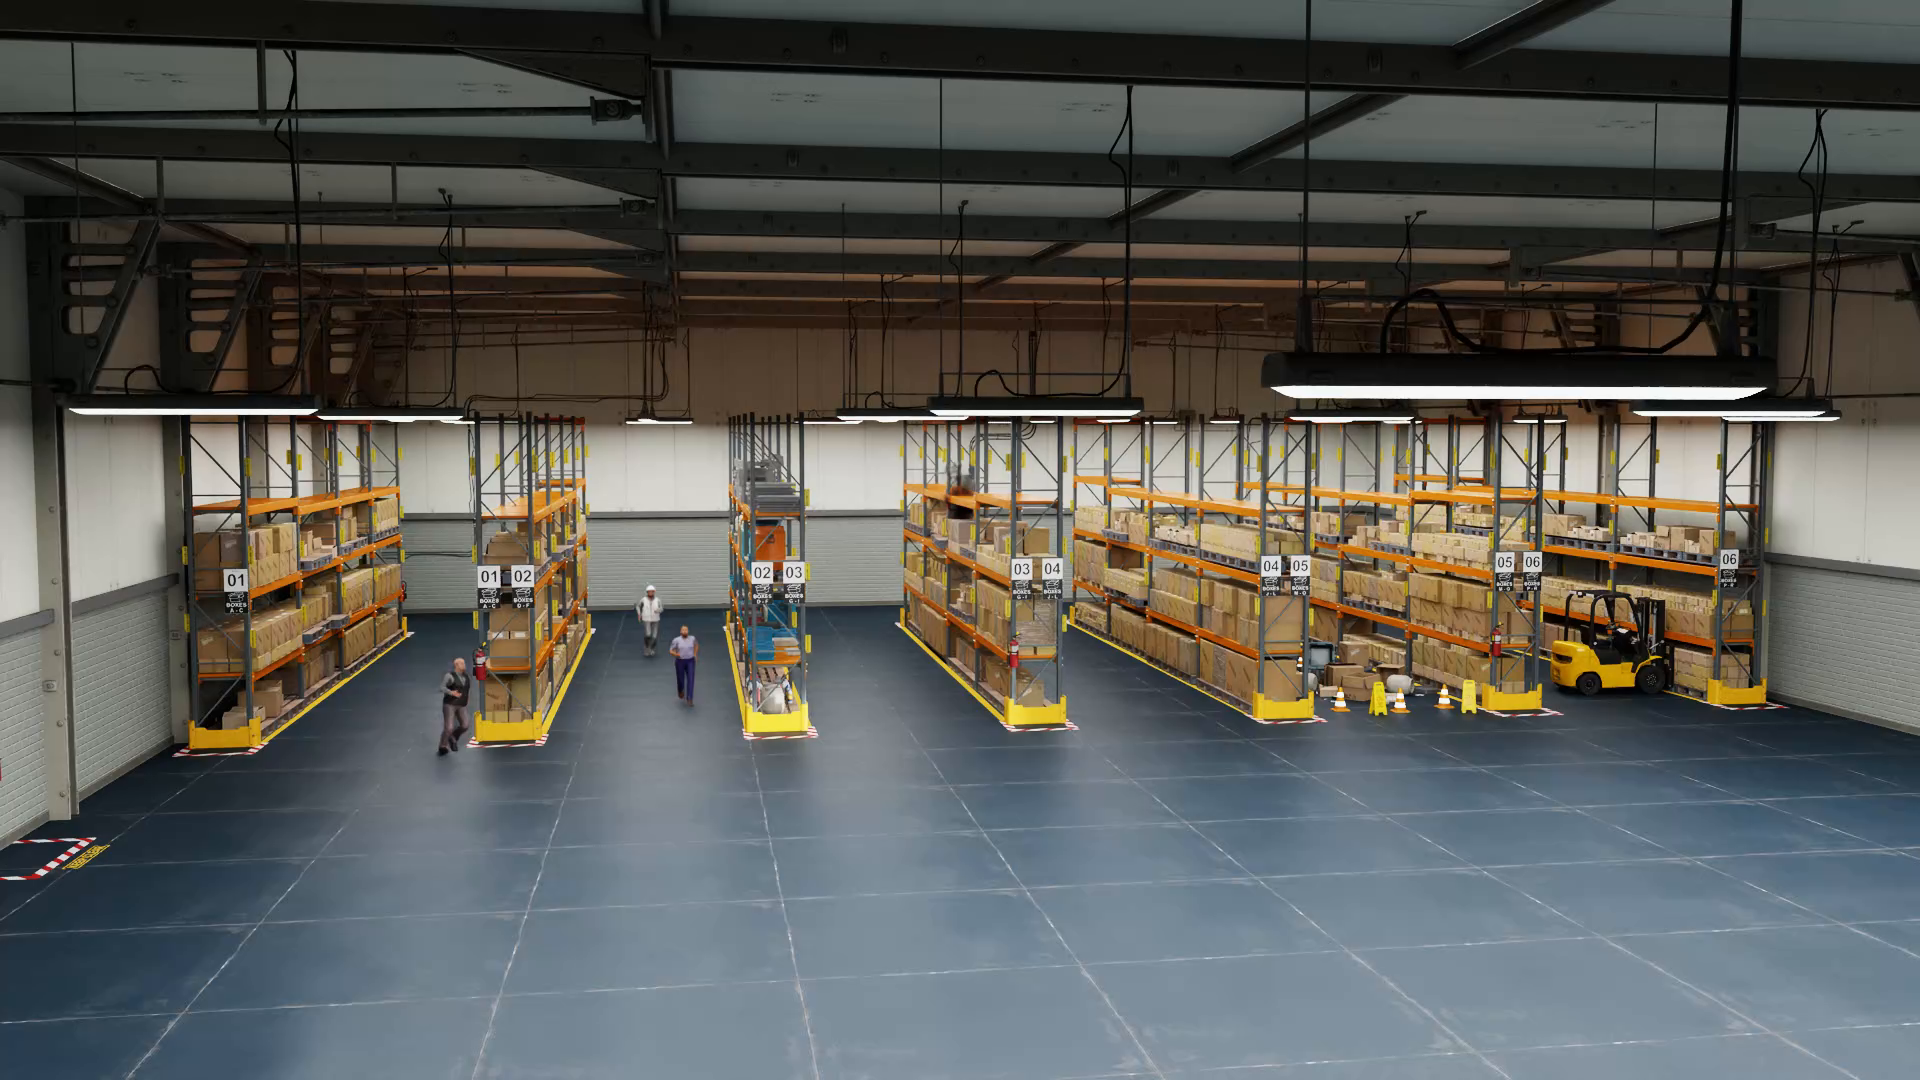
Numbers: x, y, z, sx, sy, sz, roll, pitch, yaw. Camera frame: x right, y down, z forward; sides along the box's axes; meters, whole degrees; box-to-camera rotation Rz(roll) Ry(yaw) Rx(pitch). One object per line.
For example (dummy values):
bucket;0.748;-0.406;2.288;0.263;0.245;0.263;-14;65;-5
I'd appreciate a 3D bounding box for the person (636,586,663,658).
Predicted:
person;-7.702;2.028;41.408;0.628;1.782;0.696;-2;4;-21

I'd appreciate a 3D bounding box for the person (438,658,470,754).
person;-8.784;2.908;29.165;0.665;1.662;0.589;-4;5;-44

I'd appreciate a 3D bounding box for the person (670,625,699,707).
person;-5.675;2.572;34.292;0.611;1.637;0.931;-1;4;-15

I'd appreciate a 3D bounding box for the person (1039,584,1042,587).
person;2.180;1.817;44.097;0.703;1.745;0.992;-1;4;-15

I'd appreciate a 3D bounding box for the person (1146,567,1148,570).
person;5.408;1.642;47.617;0.580;1.708;0.921;-1;4;-10
